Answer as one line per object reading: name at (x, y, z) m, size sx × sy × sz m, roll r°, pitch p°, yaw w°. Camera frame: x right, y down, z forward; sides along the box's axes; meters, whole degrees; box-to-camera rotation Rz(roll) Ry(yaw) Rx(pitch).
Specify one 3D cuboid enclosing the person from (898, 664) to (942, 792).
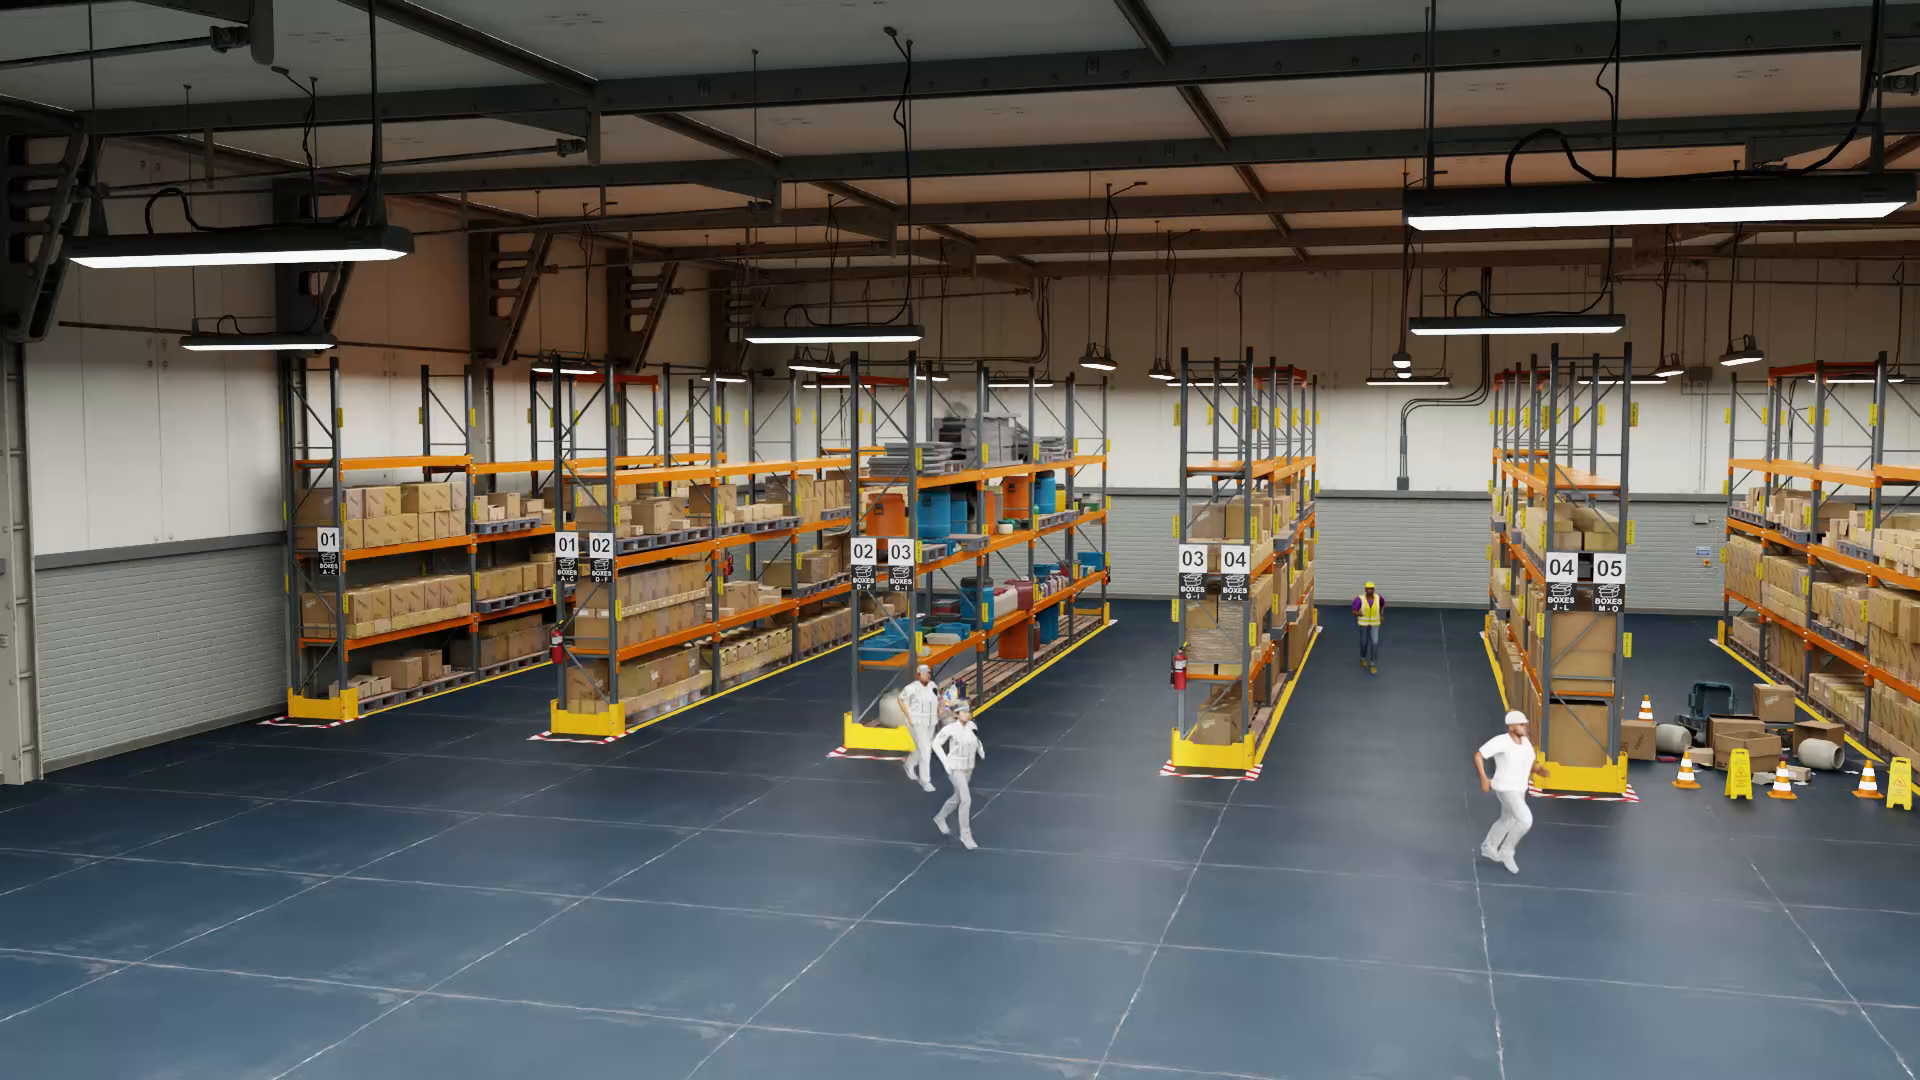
person at (-0.537, 2.524, 22.568) m, size 0.599 × 1.716 × 0.797 m, roll -3°, pitch 5°, yaw -40°

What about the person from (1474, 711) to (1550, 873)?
person at (6.115, 2.778, 18.390) m, size 0.671 × 1.787 × 0.809 m, roll -3°, pitch 5°, yaw -39°

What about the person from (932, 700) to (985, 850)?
person at (-0.010, 2.715, 19.576) m, size 0.782 × 1.732 × 0.611 m, roll 4°, pitch 6°, yaw 44°

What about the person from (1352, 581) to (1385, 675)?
person at (8.069, 1.707, 32.862) m, size 0.659 × 1.798 × 0.896 m, roll 1°, pitch 4°, yaw 9°
